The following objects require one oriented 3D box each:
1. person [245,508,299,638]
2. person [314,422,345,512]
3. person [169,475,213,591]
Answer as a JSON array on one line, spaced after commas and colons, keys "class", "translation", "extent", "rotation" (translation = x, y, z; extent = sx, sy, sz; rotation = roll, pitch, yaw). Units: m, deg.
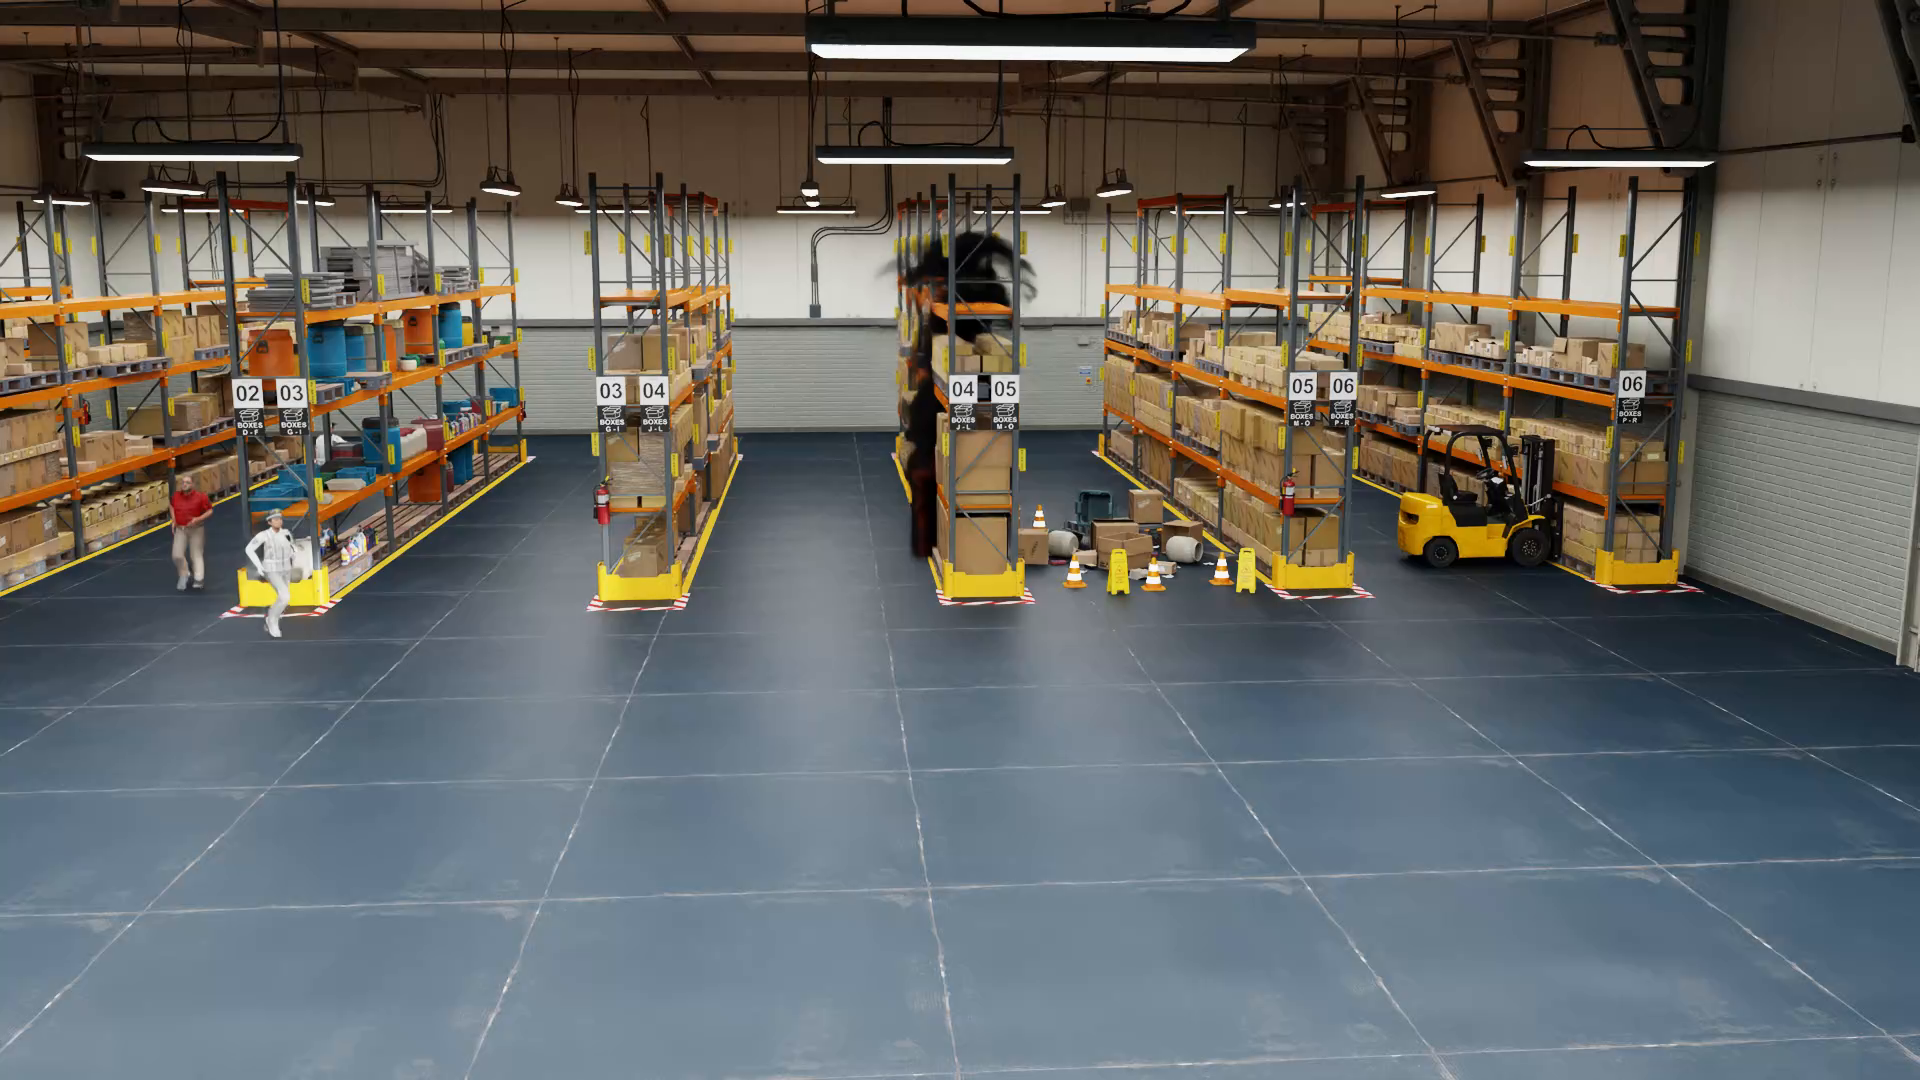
[{"class": "person", "translation": [-8.798, 0.416, 21.476], "extent": [0.645, 1.678, 0.584], "rotation": [6, 11, 29]}, {"class": "person", "translation": [-11.749, -1.317, 31.037], "extent": [0.643, 1.828, 0.848], "rotation": [-1, 10, -7]}, {"class": "person", "translation": [-11.298, -0.093, 24.408], "extent": [0.661, 1.729, 0.678], "rotation": [-1, 10, -8]}]
